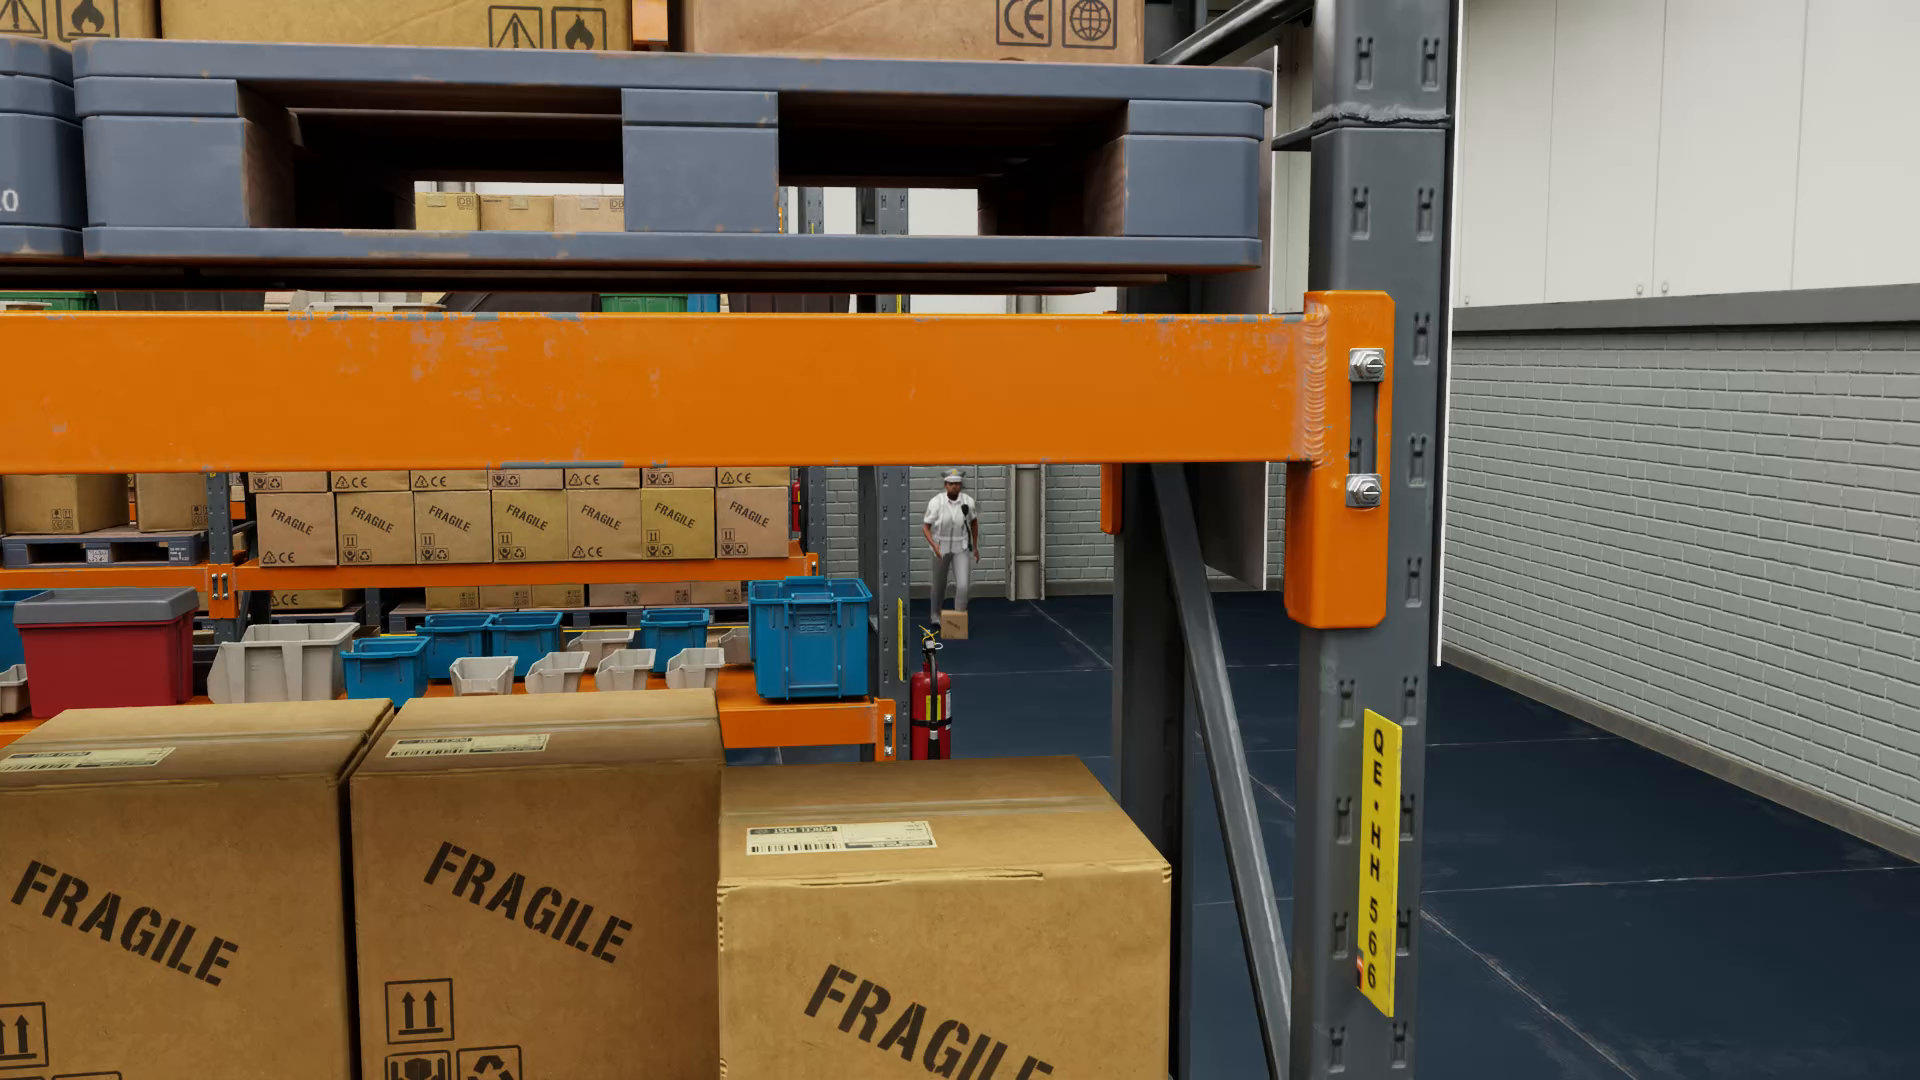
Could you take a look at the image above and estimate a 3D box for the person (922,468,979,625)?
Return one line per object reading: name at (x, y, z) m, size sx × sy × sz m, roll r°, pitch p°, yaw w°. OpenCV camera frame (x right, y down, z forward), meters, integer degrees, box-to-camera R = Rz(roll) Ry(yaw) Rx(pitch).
person at (-4.435, 0.577, 11.035) m, size 9.534 × 1.827 × 10.882 m, roll 0°, pitch 7°, yaw -2°
